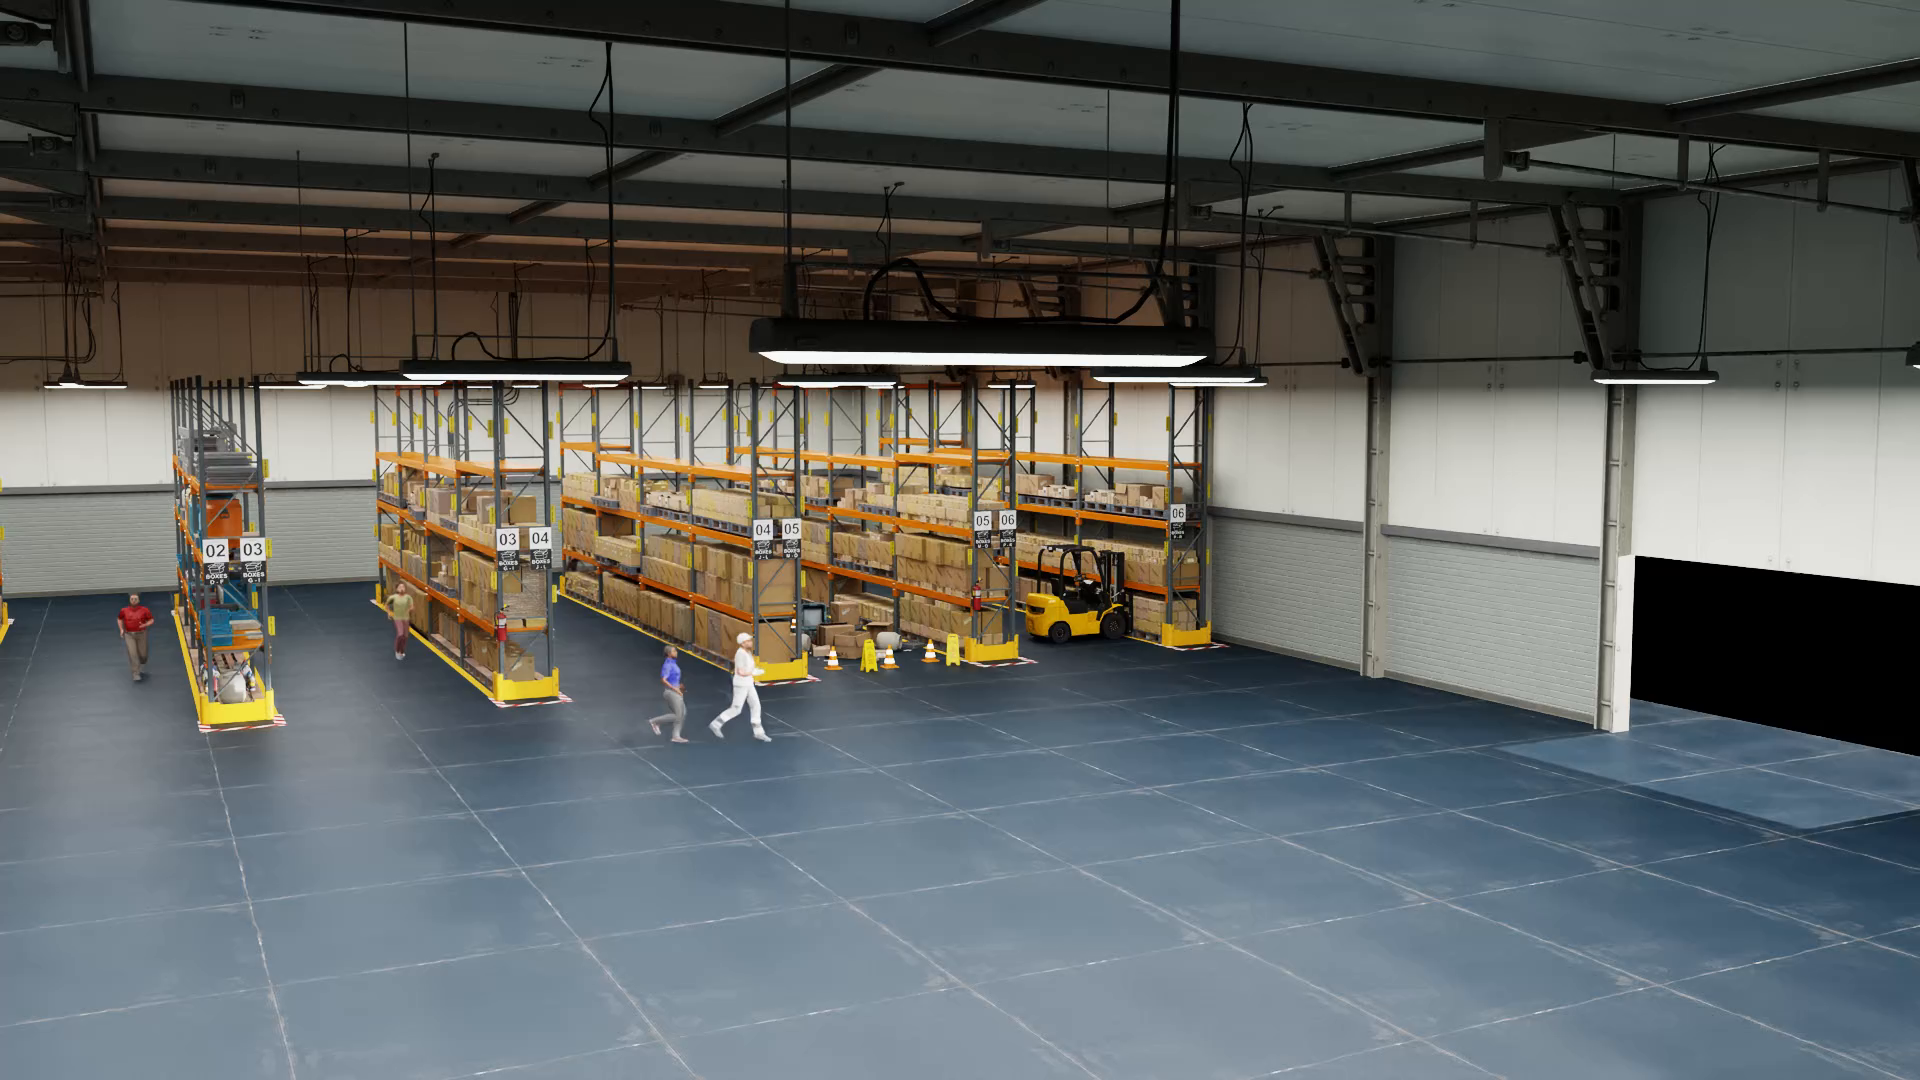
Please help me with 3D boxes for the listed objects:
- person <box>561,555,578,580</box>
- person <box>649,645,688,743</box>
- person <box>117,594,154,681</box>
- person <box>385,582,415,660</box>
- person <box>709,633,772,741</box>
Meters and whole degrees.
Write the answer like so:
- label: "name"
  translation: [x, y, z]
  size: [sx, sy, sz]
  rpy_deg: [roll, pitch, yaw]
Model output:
- label: "person"
  translation: [-11.373, 0.577, 48.702]
  size: [0.637, 1.689, 0.775]
  rpy_deg: [-1, 5, -10]
- label: "person"
  translation: [-4.755, 2.514, 27.150]
  size: [0.611, 1.618, 0.575]
  rpy_deg: [0, 5, -4]
- label: "person"
  translation: [-16.435, 1.922, 33.169]
  size: [0.666, 1.695, 0.788]
  rpy_deg: [-2, 6, -24]
- label: "person"
  translation: [-11.940, 1.727, 35.548]
  size: [0.549, 1.659, 0.656]
  rpy_deg: [-4, 6, -35]
- label: "person"
  translation: [-3.589, 2.407, 27.203]
  size: [1.003, 1.799, 0.672]
  rpy_deg: [1, 5, 8]
